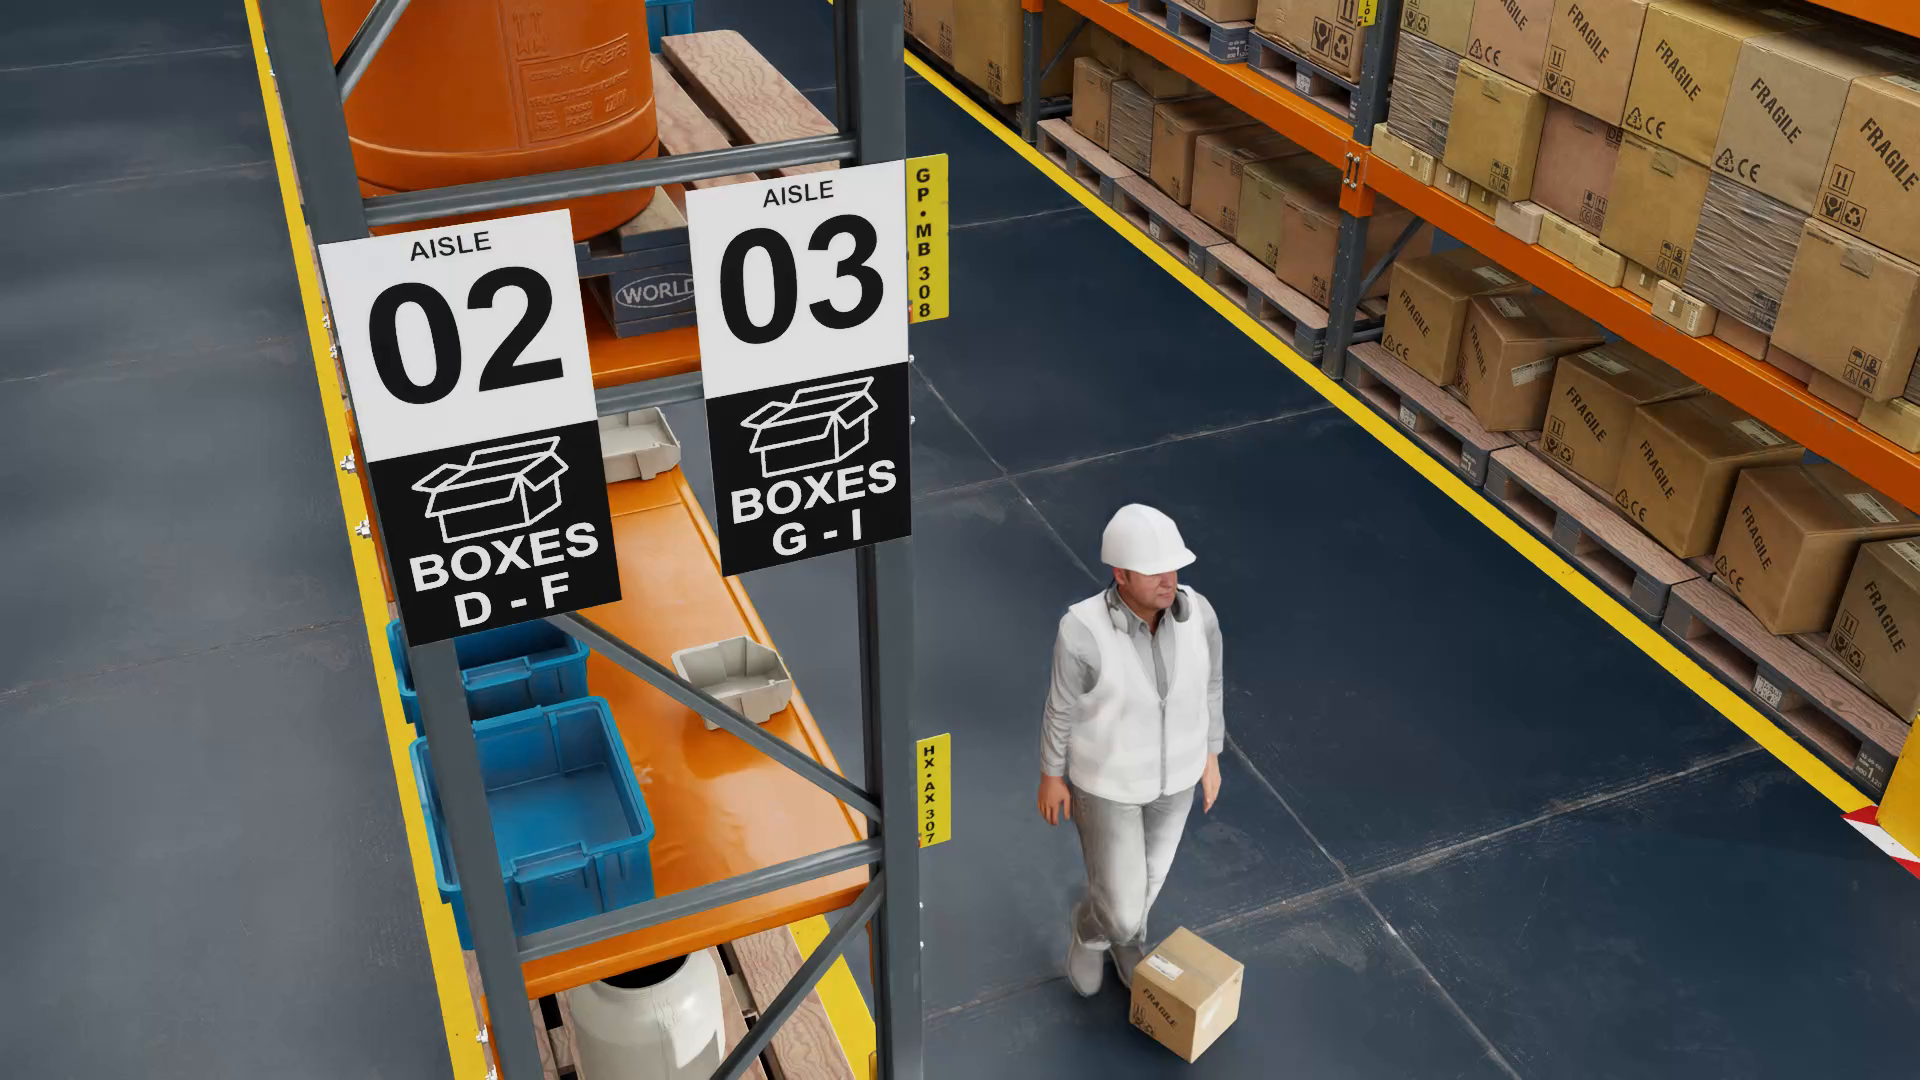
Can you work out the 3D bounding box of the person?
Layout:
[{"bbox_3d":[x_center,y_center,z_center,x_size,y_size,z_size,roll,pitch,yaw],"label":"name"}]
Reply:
[{"bbox_3d":[0.548,0.719,4.985,0.577,1.784,0.476,-13,35,-19],"label":"person"}]
